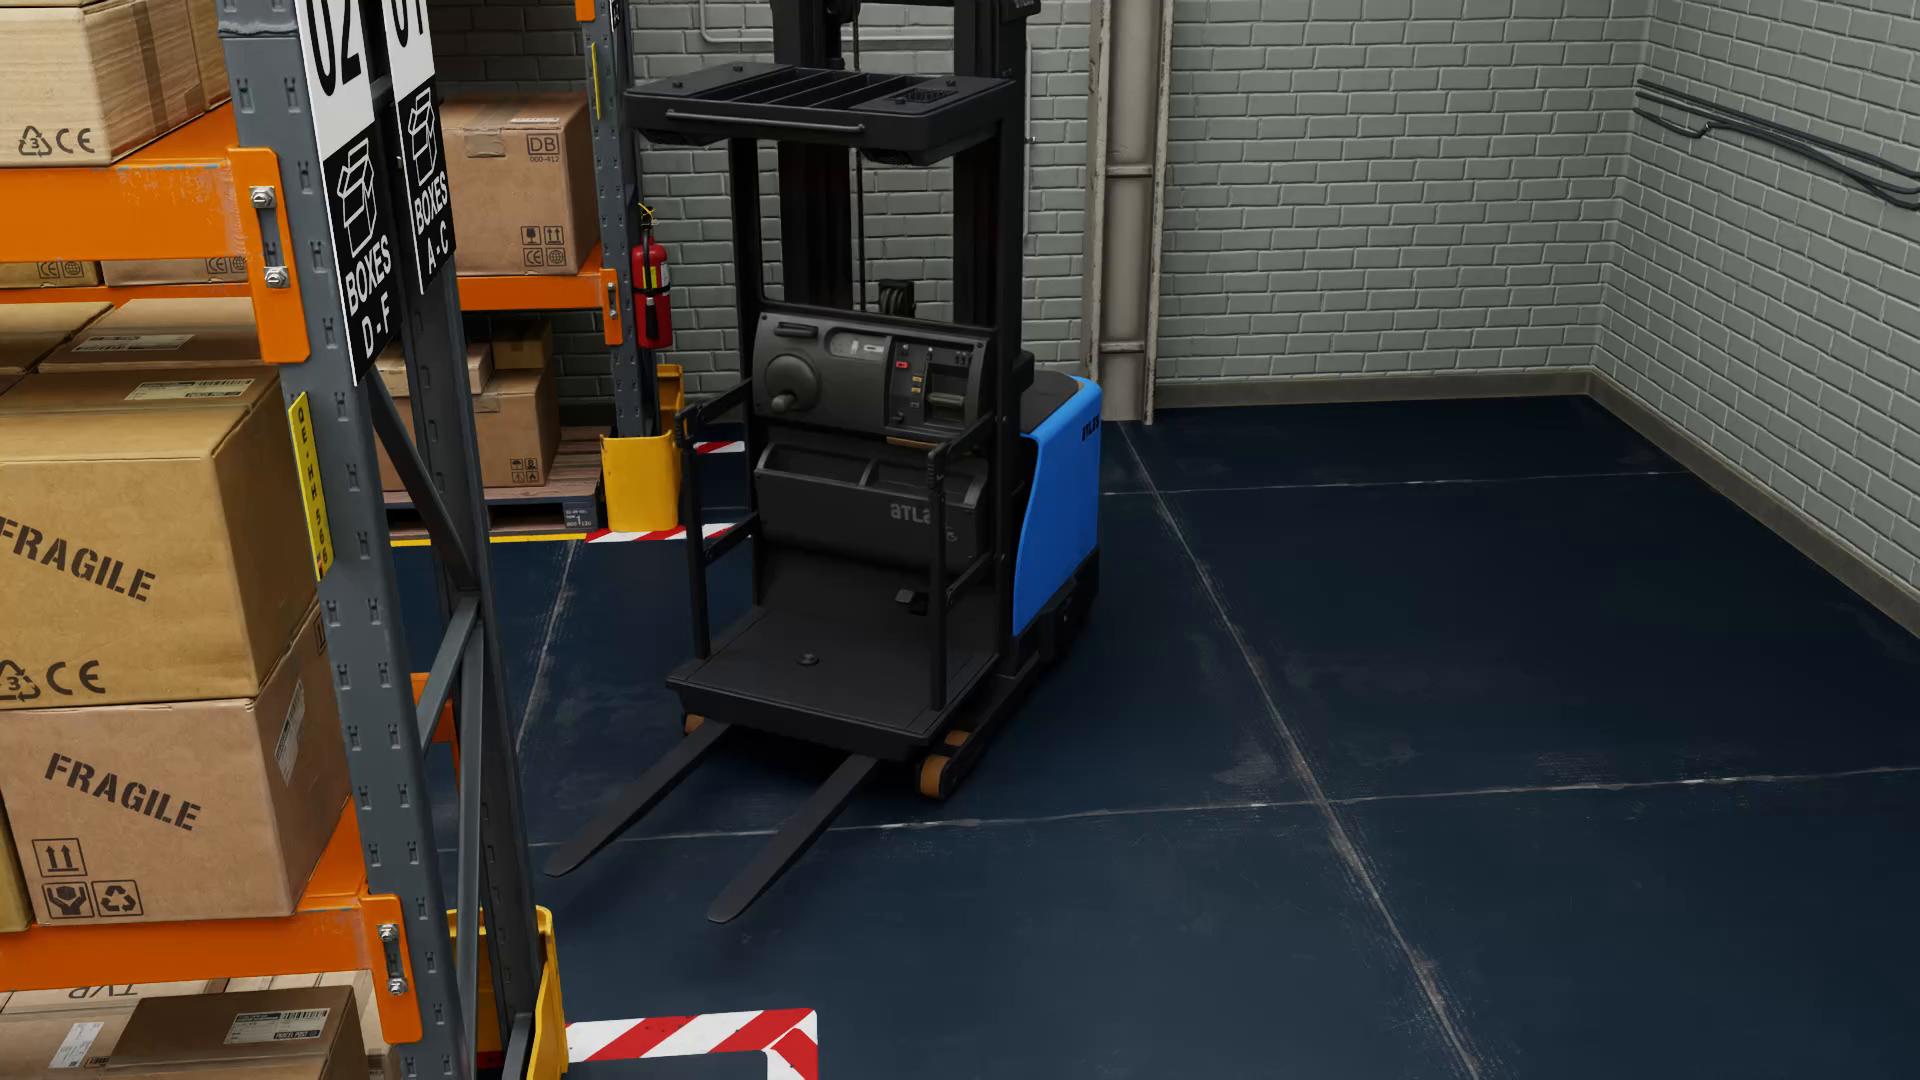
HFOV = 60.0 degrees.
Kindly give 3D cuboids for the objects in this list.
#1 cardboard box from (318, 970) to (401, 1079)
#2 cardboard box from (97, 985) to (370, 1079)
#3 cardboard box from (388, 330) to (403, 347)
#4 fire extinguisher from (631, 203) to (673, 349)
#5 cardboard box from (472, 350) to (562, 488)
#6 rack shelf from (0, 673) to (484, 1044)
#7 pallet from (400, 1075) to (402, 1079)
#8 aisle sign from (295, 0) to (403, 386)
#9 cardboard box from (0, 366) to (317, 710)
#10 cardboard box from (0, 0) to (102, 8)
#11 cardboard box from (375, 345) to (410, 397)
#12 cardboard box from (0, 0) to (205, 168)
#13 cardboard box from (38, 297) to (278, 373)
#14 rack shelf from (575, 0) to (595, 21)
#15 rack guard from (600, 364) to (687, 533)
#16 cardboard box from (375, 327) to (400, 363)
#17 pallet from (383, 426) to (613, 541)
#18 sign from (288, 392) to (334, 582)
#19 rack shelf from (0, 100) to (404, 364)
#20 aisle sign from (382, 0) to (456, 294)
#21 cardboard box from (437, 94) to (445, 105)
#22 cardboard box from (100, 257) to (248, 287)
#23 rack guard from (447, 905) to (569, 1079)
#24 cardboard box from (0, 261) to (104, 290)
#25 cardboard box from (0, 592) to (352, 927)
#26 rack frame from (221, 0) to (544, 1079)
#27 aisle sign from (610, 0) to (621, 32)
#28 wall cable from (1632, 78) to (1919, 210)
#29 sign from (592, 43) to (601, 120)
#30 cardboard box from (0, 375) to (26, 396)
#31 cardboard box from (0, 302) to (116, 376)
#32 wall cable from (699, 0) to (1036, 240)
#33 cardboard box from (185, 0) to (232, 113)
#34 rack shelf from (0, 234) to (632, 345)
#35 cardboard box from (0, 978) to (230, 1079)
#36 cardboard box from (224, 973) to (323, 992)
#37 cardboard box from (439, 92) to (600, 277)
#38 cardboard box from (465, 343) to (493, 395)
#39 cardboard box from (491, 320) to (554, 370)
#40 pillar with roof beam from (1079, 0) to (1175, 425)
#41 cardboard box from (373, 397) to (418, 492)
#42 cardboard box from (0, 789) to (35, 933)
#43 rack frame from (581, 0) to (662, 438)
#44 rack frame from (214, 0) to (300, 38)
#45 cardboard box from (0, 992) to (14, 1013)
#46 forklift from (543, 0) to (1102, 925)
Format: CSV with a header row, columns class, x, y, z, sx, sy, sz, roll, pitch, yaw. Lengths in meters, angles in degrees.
class,x,y,z,sx,sy,sz,roll,pitch,yaw
cardboard box,-1.635,1.335,4.522,0.250,0.149,0.380,-2,24,-5
cardboard box,-1.702,1.418,3.903,0.500,0.500,0.500,-2,24,-5
cardboard box,-2.762,-0.990,8.545,0.250,0.149,0.380,-2,24,-5
fire extinguisher,-1.480,-1.260,7.947,0.183,0.674,0.296,-2,24,-5
cardboard box,-2.362,-0.628,8.530,0.500,0.500,0.700,-2,24,-5
rack shelf,-3.175,0.764,3.724,4.000,0.370,1.077,-2,24,-5
pallet,-2.054,1.665,4.245,1.213,0.211,1.003,-2,24,-5
aisle sign,-1.087,-0.711,2.957,0.004,0.787,0.394,-2,24,-5
cardboard box,-1.601,-0.018,3.244,0.500,0.500,0.500,-3,24,-6
cardboard box,-1.671,-1.052,2.799,0.500,0.250,0.500,-2,24,-5
cardboard box,-2.726,-0.835,8.198,0.250,0.149,0.380,-2,24,-4
cardboard box,-1.670,-0.820,2.893,0.500,0.250,0.500,-2,24,-5
cardboard box,-1.652,-0.236,3.734,0.500,0.500,0.500,-2,24,-4
rack shelf,-3.666,-2.609,7.619,4.000,0.370,1.077,-2,24,-5
rack guard,-1.652,-0.505,8.772,0.348,0.500,1.175,-2,24,-5
cardboard box,-3.011,-0.980,8.523,0.250,0.149,0.380,-2,24,-5
pallet,-2.463,-0.309,8.685,1.213,0.211,1.003,-2,24,-5
sign,-1.150,-0.093,2.952,0.005,0.325,0.100,-2,24,-5
rack shelf,-3.175,-0.607,3.115,4.000,0.370,1.077,-2,24,-5
aisle sign,-1.146,-0.954,3.503,0.004,0.787,0.394,-2,24,-5
cardboard box,-2.905,-1.726,8.070,0.700,0.700,0.980,-2,24,-6
cardboard box,-3.665,-1.699,8.010,0.700,0.700,0.980,-3,24,-8
rack guard,-1.260,1.501,4.258,0.348,0.500,1.175,-2,24,-5
cardboard box,-4.388,-1.666,7.936,0.700,0.700,0.980,-3,24,-6
cardboard box,-1.604,0.438,3.449,0.500,0.500,0.500,-2,24,-4
rack frame,-1.185,0.355,3.757,0.127,3.000,1.000,-2,24,-5
aisle sign,-1.574,-2.716,7.467,0.004,0.787,0.394,-2,24,-5
wall cable,3.988,-3.051,7.857,0.112,2.526,3.097,-2,24,-5
sign,-1.636,-2.064,7.484,0.005,0.325,0.100,-2,24,-5
cardboard box,-2.103,0.002,3.198,0.500,0.500,0.500,-2,24,-4
cardboard box,-2.172,-0.212,3.680,0.500,0.500,0.500,-2,24,-5
wall cable,-0.494,-2.544,9.031,1.851,1.984,0.084,-2,24,-5
cardboard box,-1.721,-1.029,3.364,0.500,0.250,0.500,-2,24,-5
rack shelf,-3.666,-1.238,8.228,4.000,0.370,1.077,-2,24,-5
cardboard box,-2.251,1.338,4.391,0.500,0.250,0.500,-2,24,-5
cardboard box,-1.884,1.337,4.496,0.250,0.166,0.380,-2,24,-5
cardboard box,-2.182,-1.759,8.146,0.700,0.700,0.980,-1,24,-3
cardboard box,-2.472,-0.846,8.221,0.250,0.149,0.380,-3,24,-6
cardboard box,-2.257,-1.010,8.592,0.250,0.149,0.380,-2,24,-5
pillar with roof beam,1.350,-3.105,4.158,0.400,9.000,9.100,-2,24,-5
cardboard box,-2.860,-0.608,8.485,0.500,0.500,0.700,-2,24,-5
cardboard box,-2.120,0.460,3.400,0.500,0.500,0.500,-2,24,-5
rack frame,-1.675,-1.647,8.262,0.127,3.000,1.000,-2,24,-5
rack frame,-1.185,-2.386,2.539,0.127,3.000,1.000,-2,24,-5
cardboard box,-2.749,1.358,4.346,0.500,0.250,0.500,-2,24,-5
forklift,-0.425,-0.584,5.955,1.130,2.935,3.031,10,26,21
